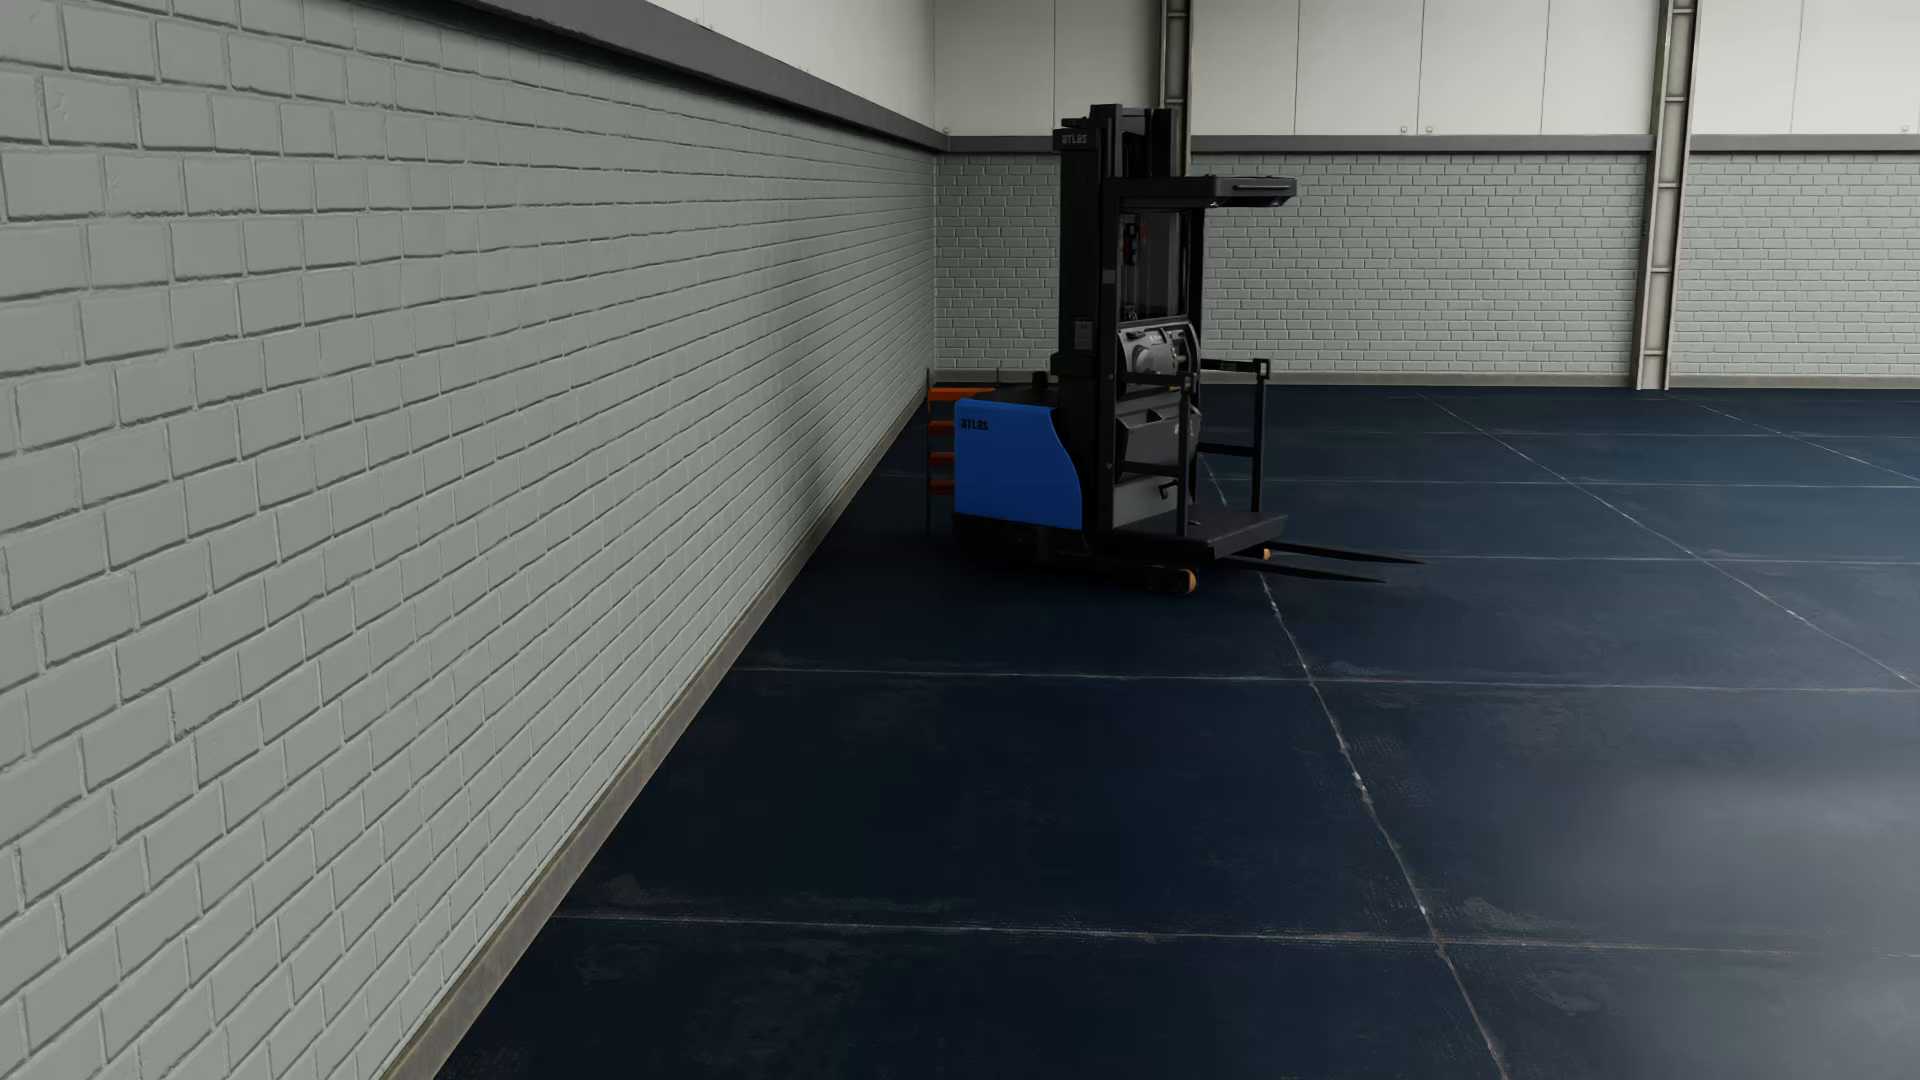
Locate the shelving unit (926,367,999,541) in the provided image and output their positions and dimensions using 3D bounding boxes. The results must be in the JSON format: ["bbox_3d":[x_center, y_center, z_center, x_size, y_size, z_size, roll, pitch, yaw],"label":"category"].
[{"bbox_3d":[0.020,-0.604,11.725,0.503,1.200,0.258,0,12,1],"label":"shelving unit"}]

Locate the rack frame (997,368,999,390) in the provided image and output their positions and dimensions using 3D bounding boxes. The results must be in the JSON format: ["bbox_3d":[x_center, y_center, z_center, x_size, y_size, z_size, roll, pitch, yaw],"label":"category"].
[{"bbox_3d":[0.264,-0.603,11.720,0.015,1.200,0.240,0,12,1],"label":"rack frame"}]

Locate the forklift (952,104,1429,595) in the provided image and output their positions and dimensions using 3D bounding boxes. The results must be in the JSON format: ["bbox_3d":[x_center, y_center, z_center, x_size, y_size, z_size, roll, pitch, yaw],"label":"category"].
[{"bbox_3d":[1.431,-1.219,10.435,3.031,2.935,1.130,9,15,36],"label":"forklift"}]

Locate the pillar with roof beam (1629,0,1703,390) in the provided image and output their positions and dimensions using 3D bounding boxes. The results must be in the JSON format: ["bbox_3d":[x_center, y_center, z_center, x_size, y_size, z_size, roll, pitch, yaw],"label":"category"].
[{"bbox_3d":[8.353,-5.430,15.747,0.400,9.000,9.100,1,12,4],"label":"pillar with roof beam"}]

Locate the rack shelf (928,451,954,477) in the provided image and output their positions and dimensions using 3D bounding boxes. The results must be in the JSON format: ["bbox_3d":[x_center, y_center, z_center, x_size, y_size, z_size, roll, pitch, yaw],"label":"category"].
[{"bbox_3d":[0.020,-0.538,11.739,0.480,0.148,0.258,0,12,1],"label":"rack shelf"}]

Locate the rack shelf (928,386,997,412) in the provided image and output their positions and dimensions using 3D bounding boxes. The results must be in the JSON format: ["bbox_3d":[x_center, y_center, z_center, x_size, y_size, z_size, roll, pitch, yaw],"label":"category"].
[{"bbox_3d":[0.020,-0.989,11.644,0.480,0.148,0.258,0,12,1],"label":"rack shelf"}]

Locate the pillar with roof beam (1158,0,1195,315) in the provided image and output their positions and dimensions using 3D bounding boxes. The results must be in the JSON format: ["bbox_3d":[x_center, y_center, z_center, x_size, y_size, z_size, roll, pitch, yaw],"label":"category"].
[{"bbox_3d":[2.367,-5.512,16.139,0.400,9.000,9.100,1,12,4],"label":"pillar with roof beam"}]

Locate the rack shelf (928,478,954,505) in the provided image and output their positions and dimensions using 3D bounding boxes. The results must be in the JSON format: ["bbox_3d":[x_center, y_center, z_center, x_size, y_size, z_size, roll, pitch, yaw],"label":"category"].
[{"bbox_3d":[0.020,-0.344,11.779,0.480,0.148,0.258,0,12,1],"label":"rack shelf"}]

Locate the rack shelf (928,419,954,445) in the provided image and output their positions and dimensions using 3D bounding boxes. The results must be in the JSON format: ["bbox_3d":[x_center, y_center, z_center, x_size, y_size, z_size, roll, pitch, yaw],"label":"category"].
[{"bbox_3d":[0.020,-0.757,11.693,0.480,0.148,0.258,0,12,1],"label":"rack shelf"}]

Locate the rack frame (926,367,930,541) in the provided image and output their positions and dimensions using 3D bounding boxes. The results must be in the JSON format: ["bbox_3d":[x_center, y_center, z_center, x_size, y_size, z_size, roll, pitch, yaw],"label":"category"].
[{"bbox_3d":[-0.224,-0.605,11.729,0.015,1.200,0.240,0,12,1],"label":"rack frame"}]
